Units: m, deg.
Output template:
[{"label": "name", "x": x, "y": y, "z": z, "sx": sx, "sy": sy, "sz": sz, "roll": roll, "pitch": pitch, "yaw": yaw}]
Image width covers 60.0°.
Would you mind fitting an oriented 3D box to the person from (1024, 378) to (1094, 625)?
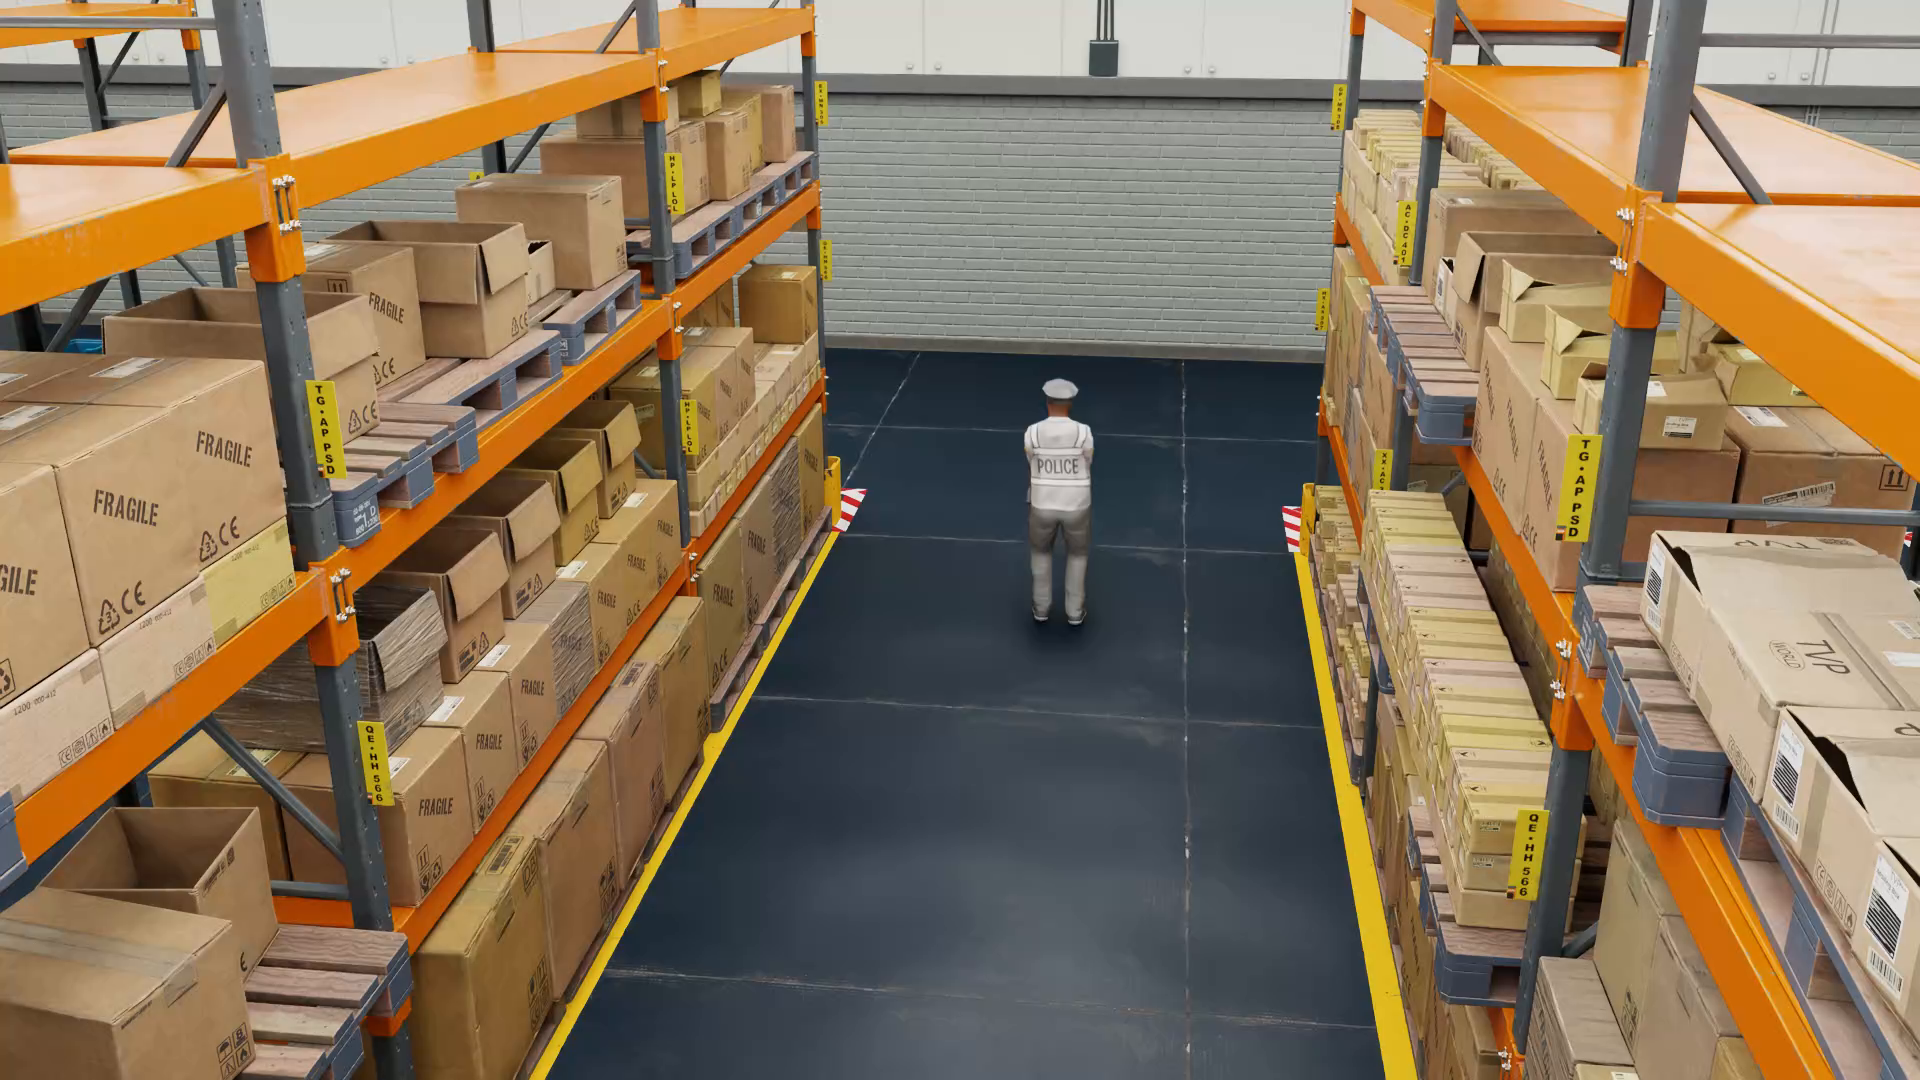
[{"label": "person", "x": 0.693, "y": -0.270, "z": 11.786, "sx": 0.489, "sy": 1.753, "sz": 0.581, "roll": 2, "pitch": 21, "yaw": 5}]
